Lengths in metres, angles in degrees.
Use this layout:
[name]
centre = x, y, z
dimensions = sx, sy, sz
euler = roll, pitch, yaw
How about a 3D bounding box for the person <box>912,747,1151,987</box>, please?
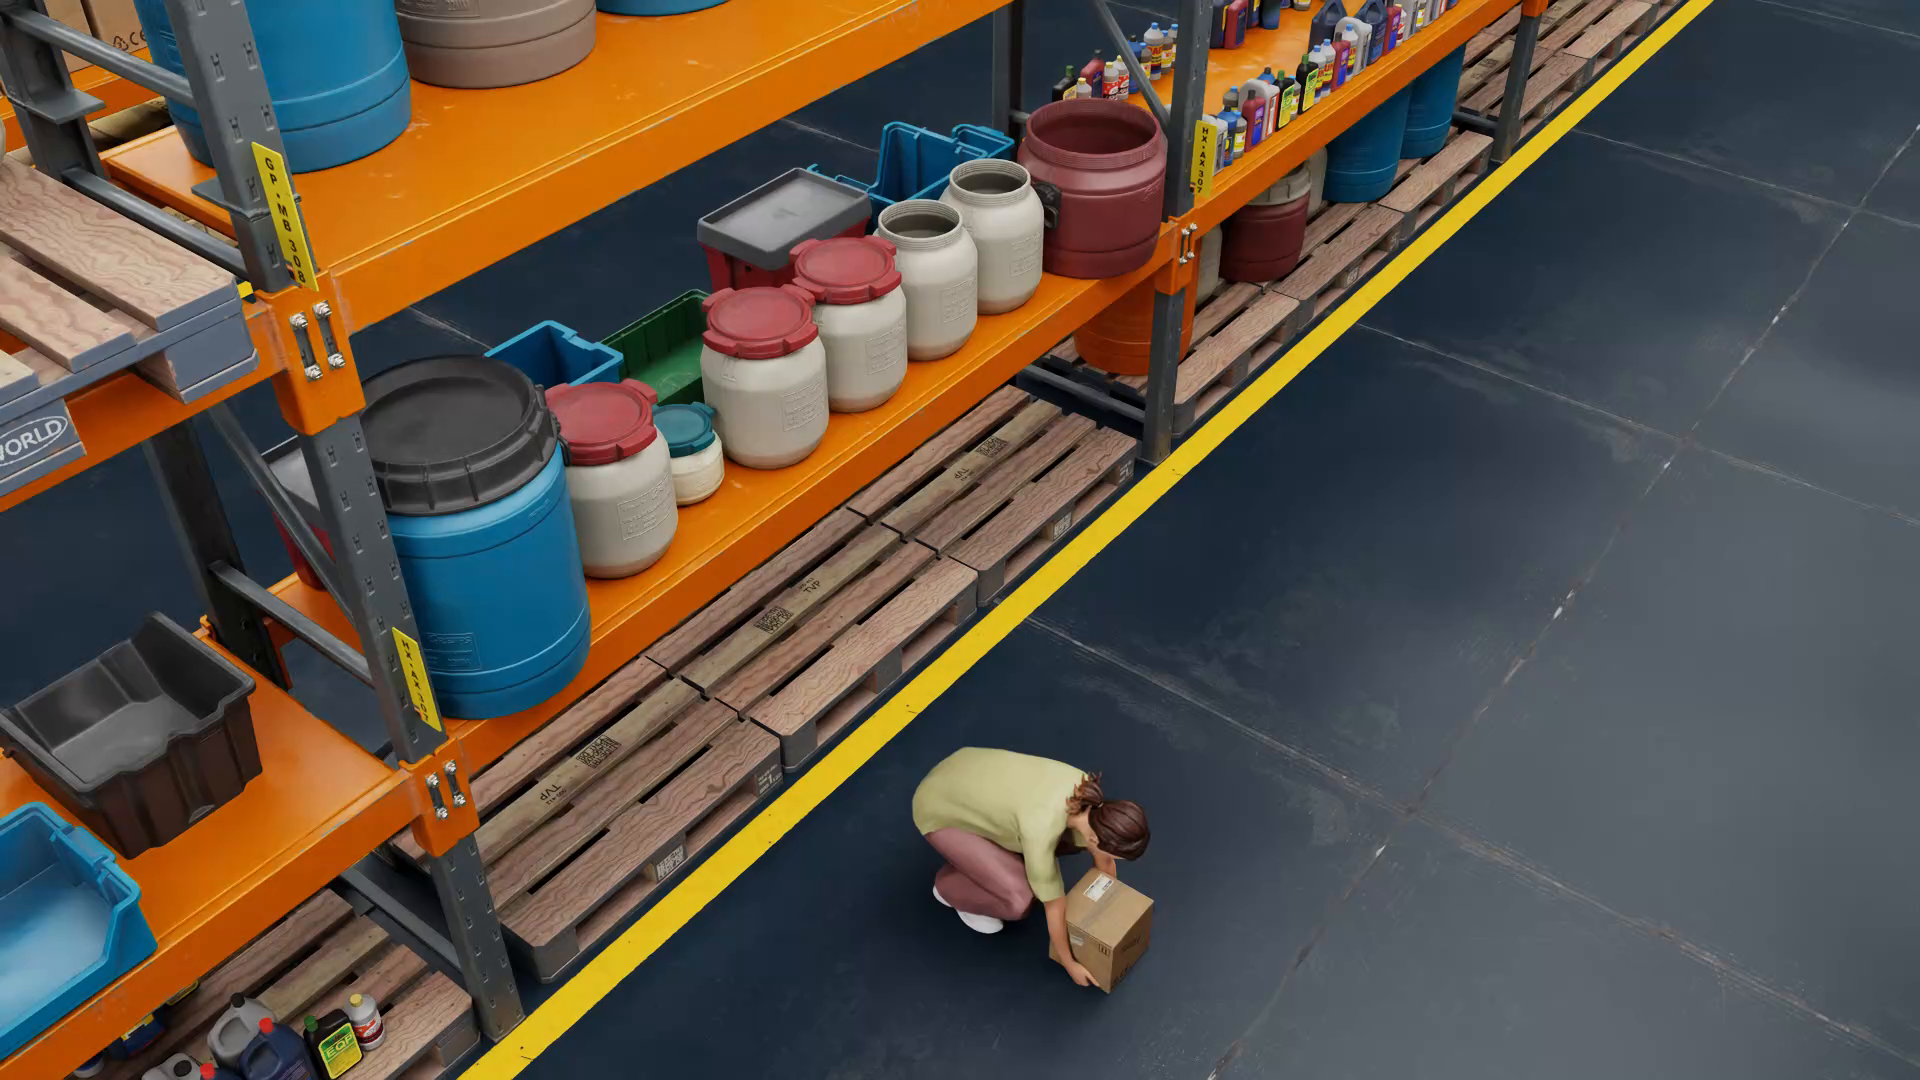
[person]
centre = 0.236, 1.049, 5.663
dimensions = 0.844, 0.787, 0.468
euler = 25, 45, 28
